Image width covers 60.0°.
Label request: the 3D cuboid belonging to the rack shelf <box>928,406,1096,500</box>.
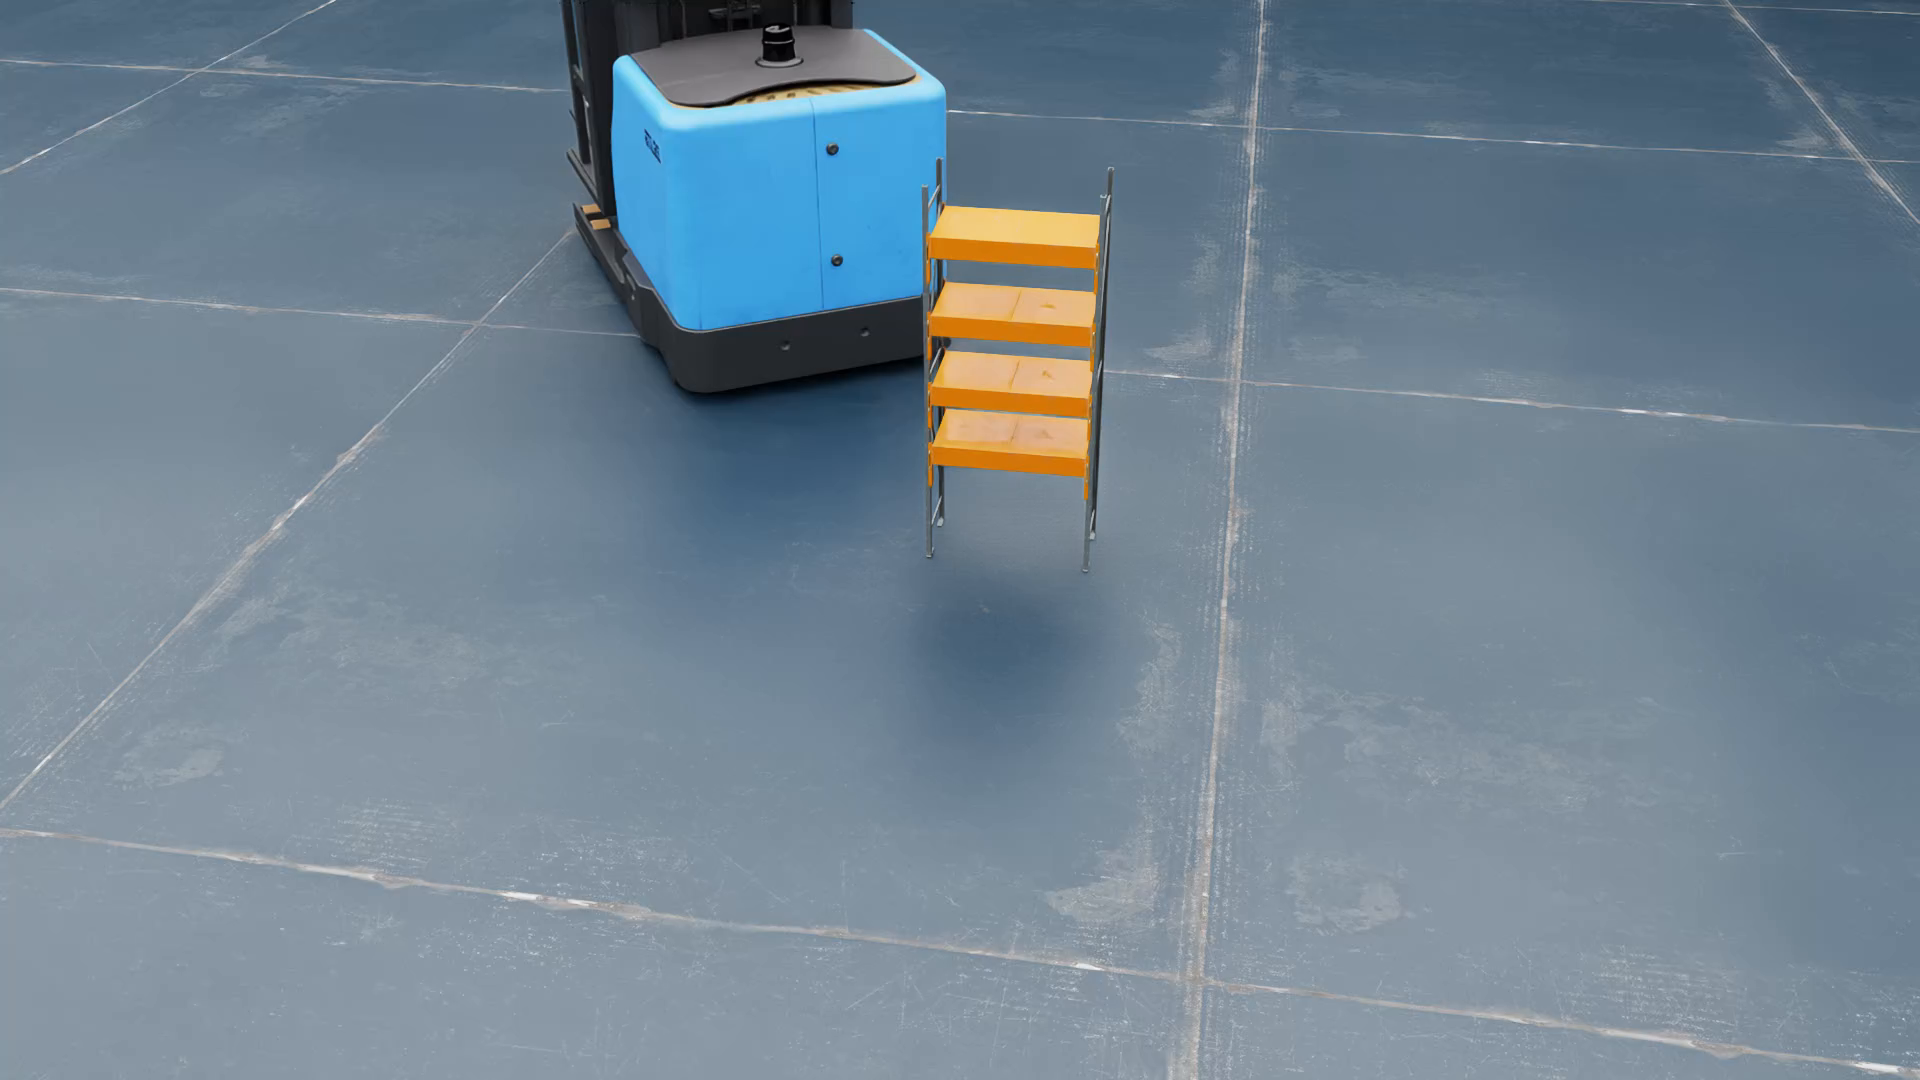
[{"bbox_3d":[0.163,-0.268,5.049,0.480,0.148,0.258,5,32,8],"label":"rack shelf"}]

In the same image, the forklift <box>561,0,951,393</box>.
[{"bbox_3d":[-1.057,-2.540,6.545,1.130,2.935,3.031,-12,34,-19],"label":"forklift"}]

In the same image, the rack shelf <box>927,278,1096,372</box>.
[{"bbox_3d":[0.163,-0.626,4.825,0.480,0.148,0.258,5,32,8],"label":"rack shelf"}]

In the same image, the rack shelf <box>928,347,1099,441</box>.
[{"bbox_3d":[0.163,-0.437,4.944,0.480,0.148,0.258,5,32,8],"label":"rack shelf"}]

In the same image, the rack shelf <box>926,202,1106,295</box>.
[{"bbox_3d":[0.163,-0.827,4.700,0.480,0.148,0.258,5,32,8],"label":"rack shelf"}]

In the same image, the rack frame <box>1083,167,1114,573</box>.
[{"bbox_3d":[0.404,-0.472,4.873,0.015,1.200,0.240,5,32,8],"label":"rack frame"}]

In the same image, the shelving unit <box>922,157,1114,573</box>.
[{"bbox_3d":[0.163,-0.494,4.908,0.503,1.200,0.258,5,32,8],"label":"shelving unit"}]

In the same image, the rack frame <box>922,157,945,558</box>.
[{"bbox_3d":[-0.077,-0.516,4.943,0.015,1.200,0.240,5,32,8],"label":"rack frame"}]
